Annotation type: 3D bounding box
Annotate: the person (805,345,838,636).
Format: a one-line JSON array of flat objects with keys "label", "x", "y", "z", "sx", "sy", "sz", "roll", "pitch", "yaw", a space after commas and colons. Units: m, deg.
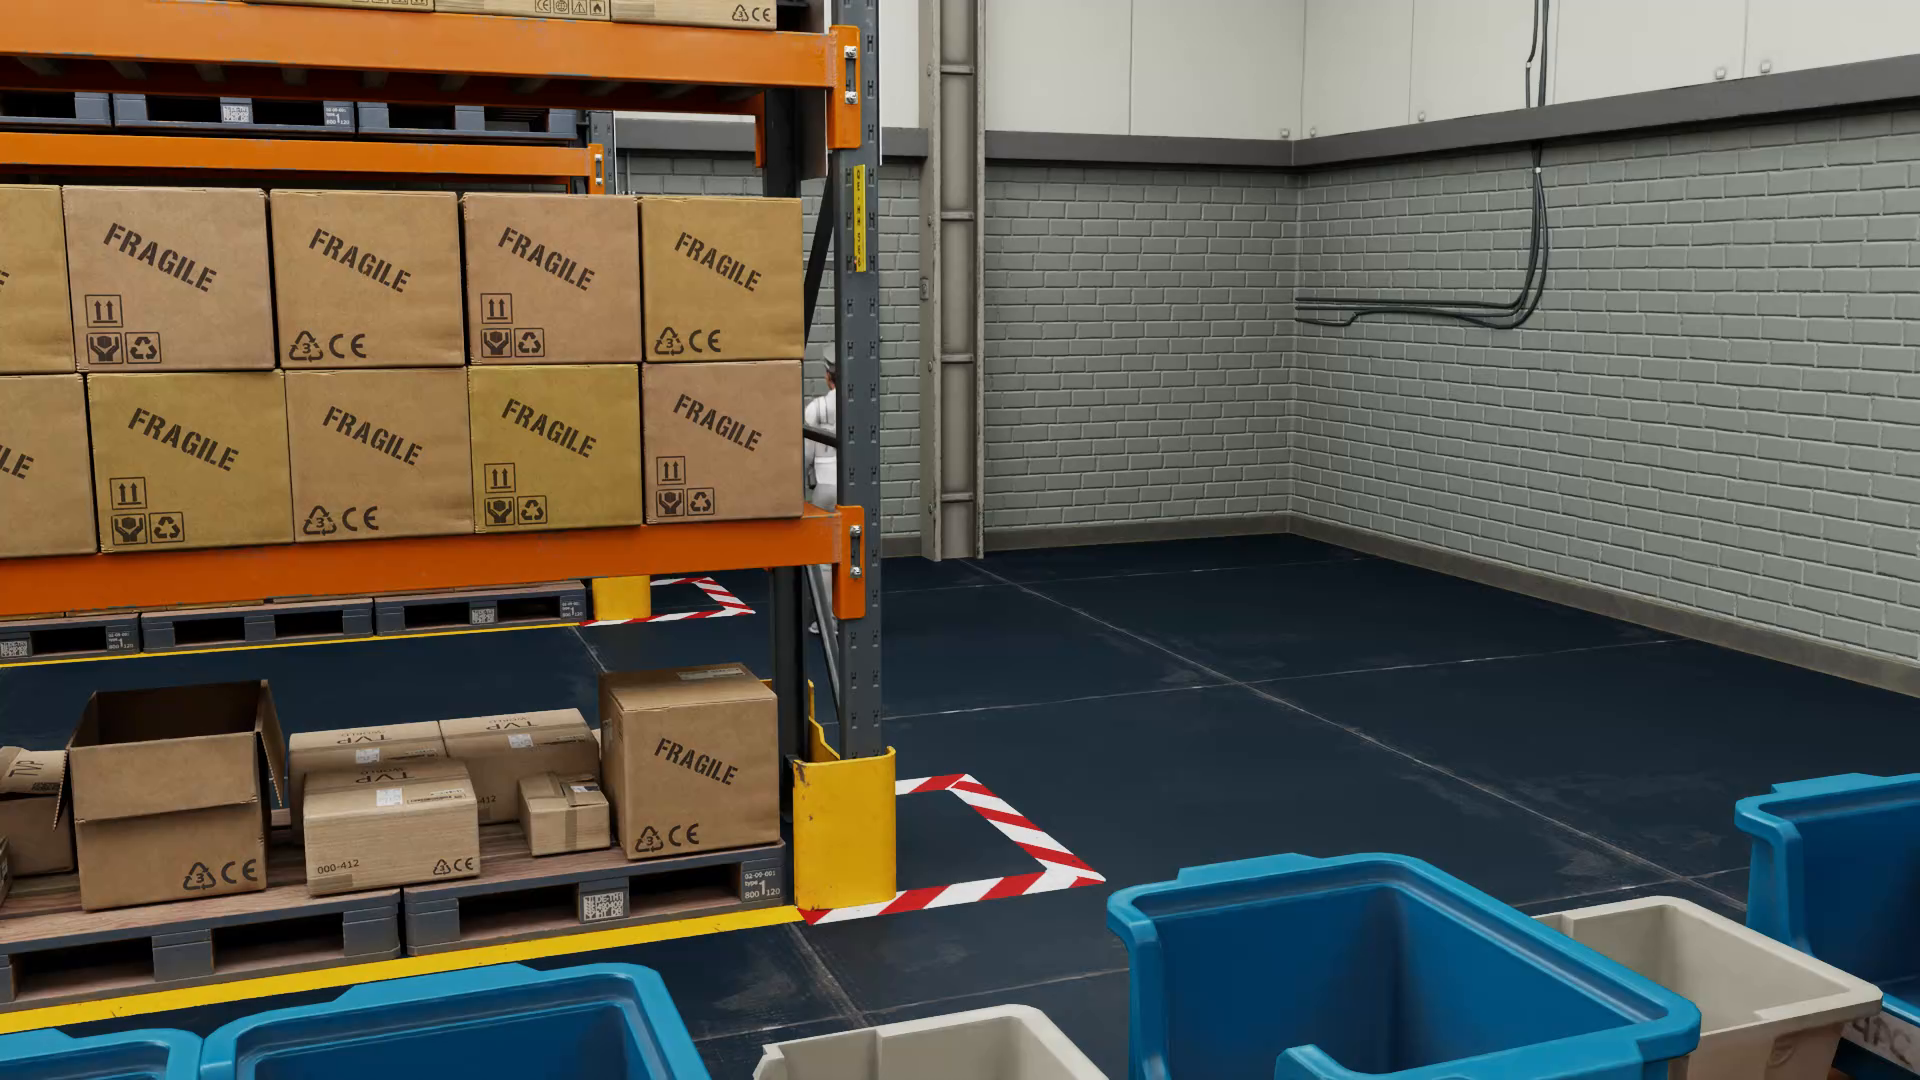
[{"label": "person", "x": -0.696, "y": -0.284, "z": 9.592, "sx": 0.459, "sy": 1.687, "sz": 0.553, "roll": -3, "pitch": 10, "yaw": -20}]
